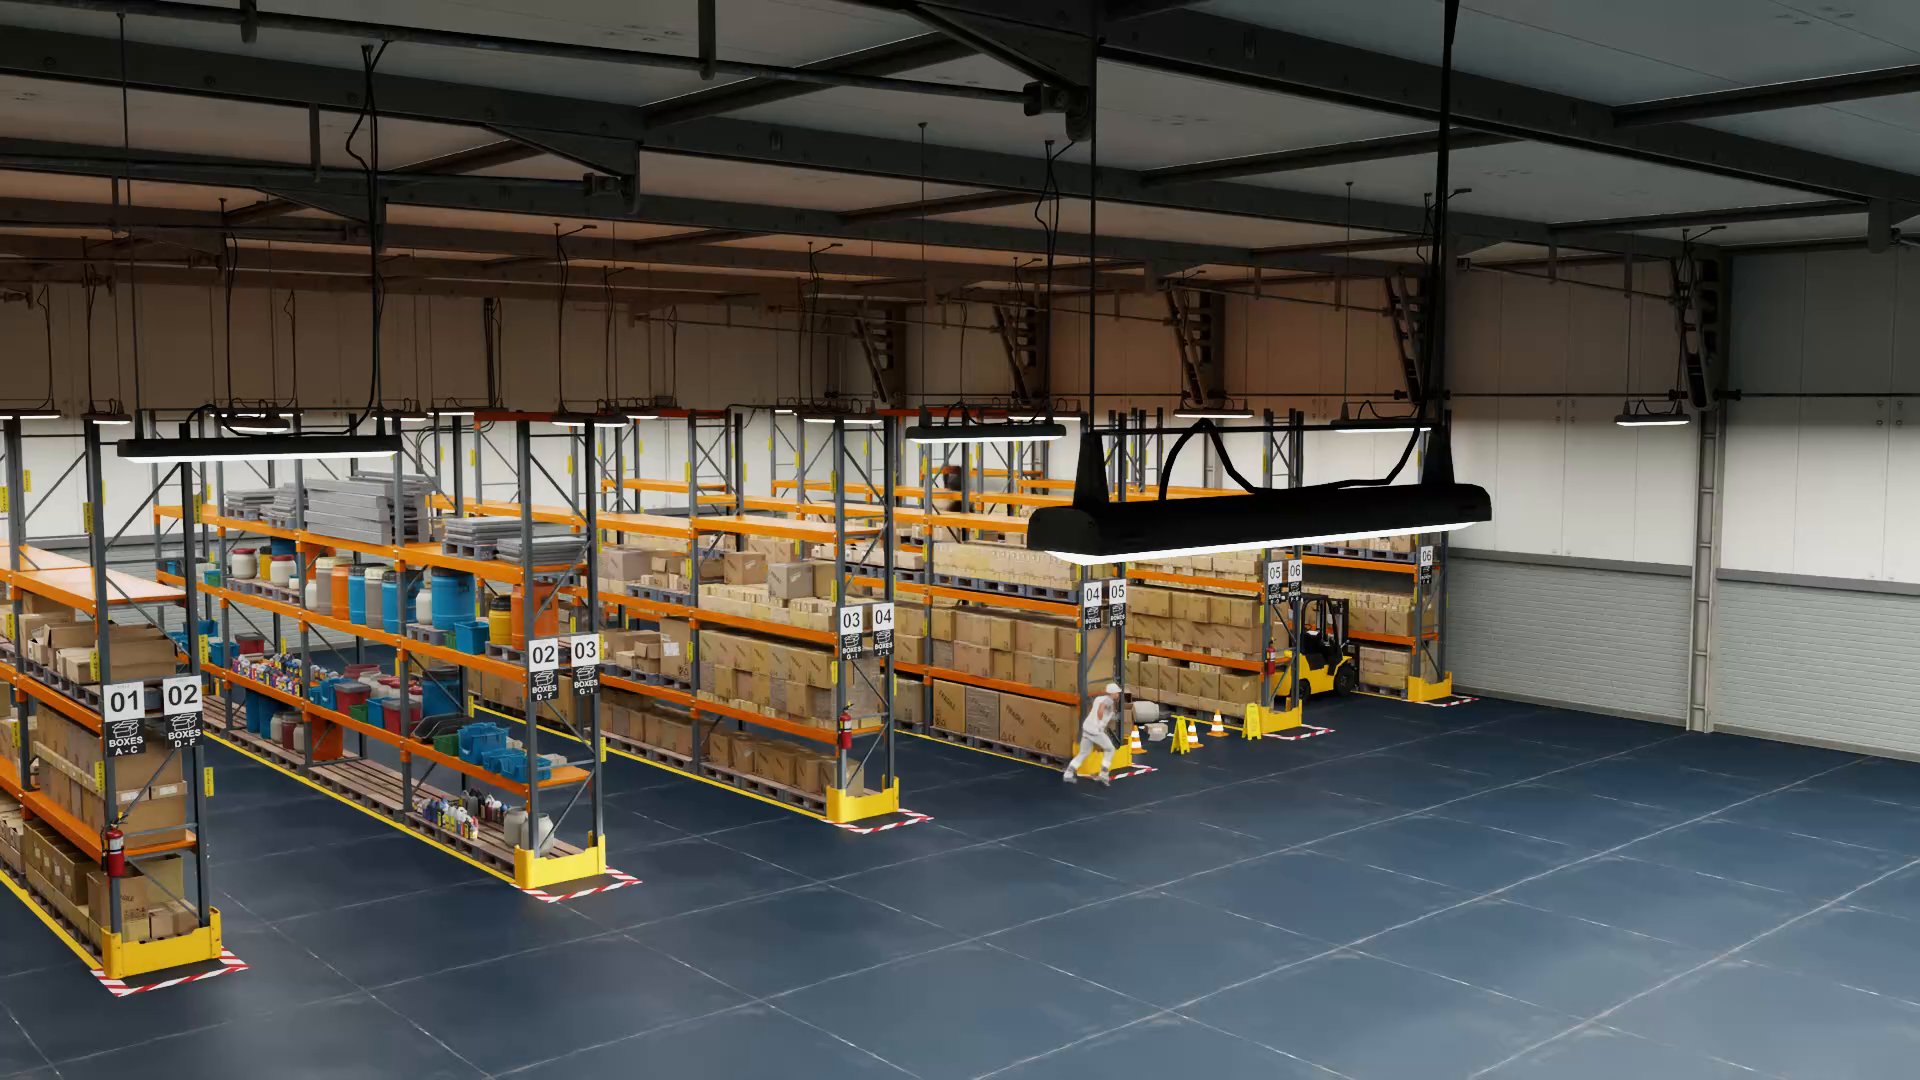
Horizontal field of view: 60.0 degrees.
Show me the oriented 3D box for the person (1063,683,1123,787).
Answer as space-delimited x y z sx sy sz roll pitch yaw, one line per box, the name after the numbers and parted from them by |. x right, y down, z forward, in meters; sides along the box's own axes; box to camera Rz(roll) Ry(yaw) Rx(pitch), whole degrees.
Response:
2.145 3.175 26.726 1.015 1.720 0.713 -2 5 -17 | person
